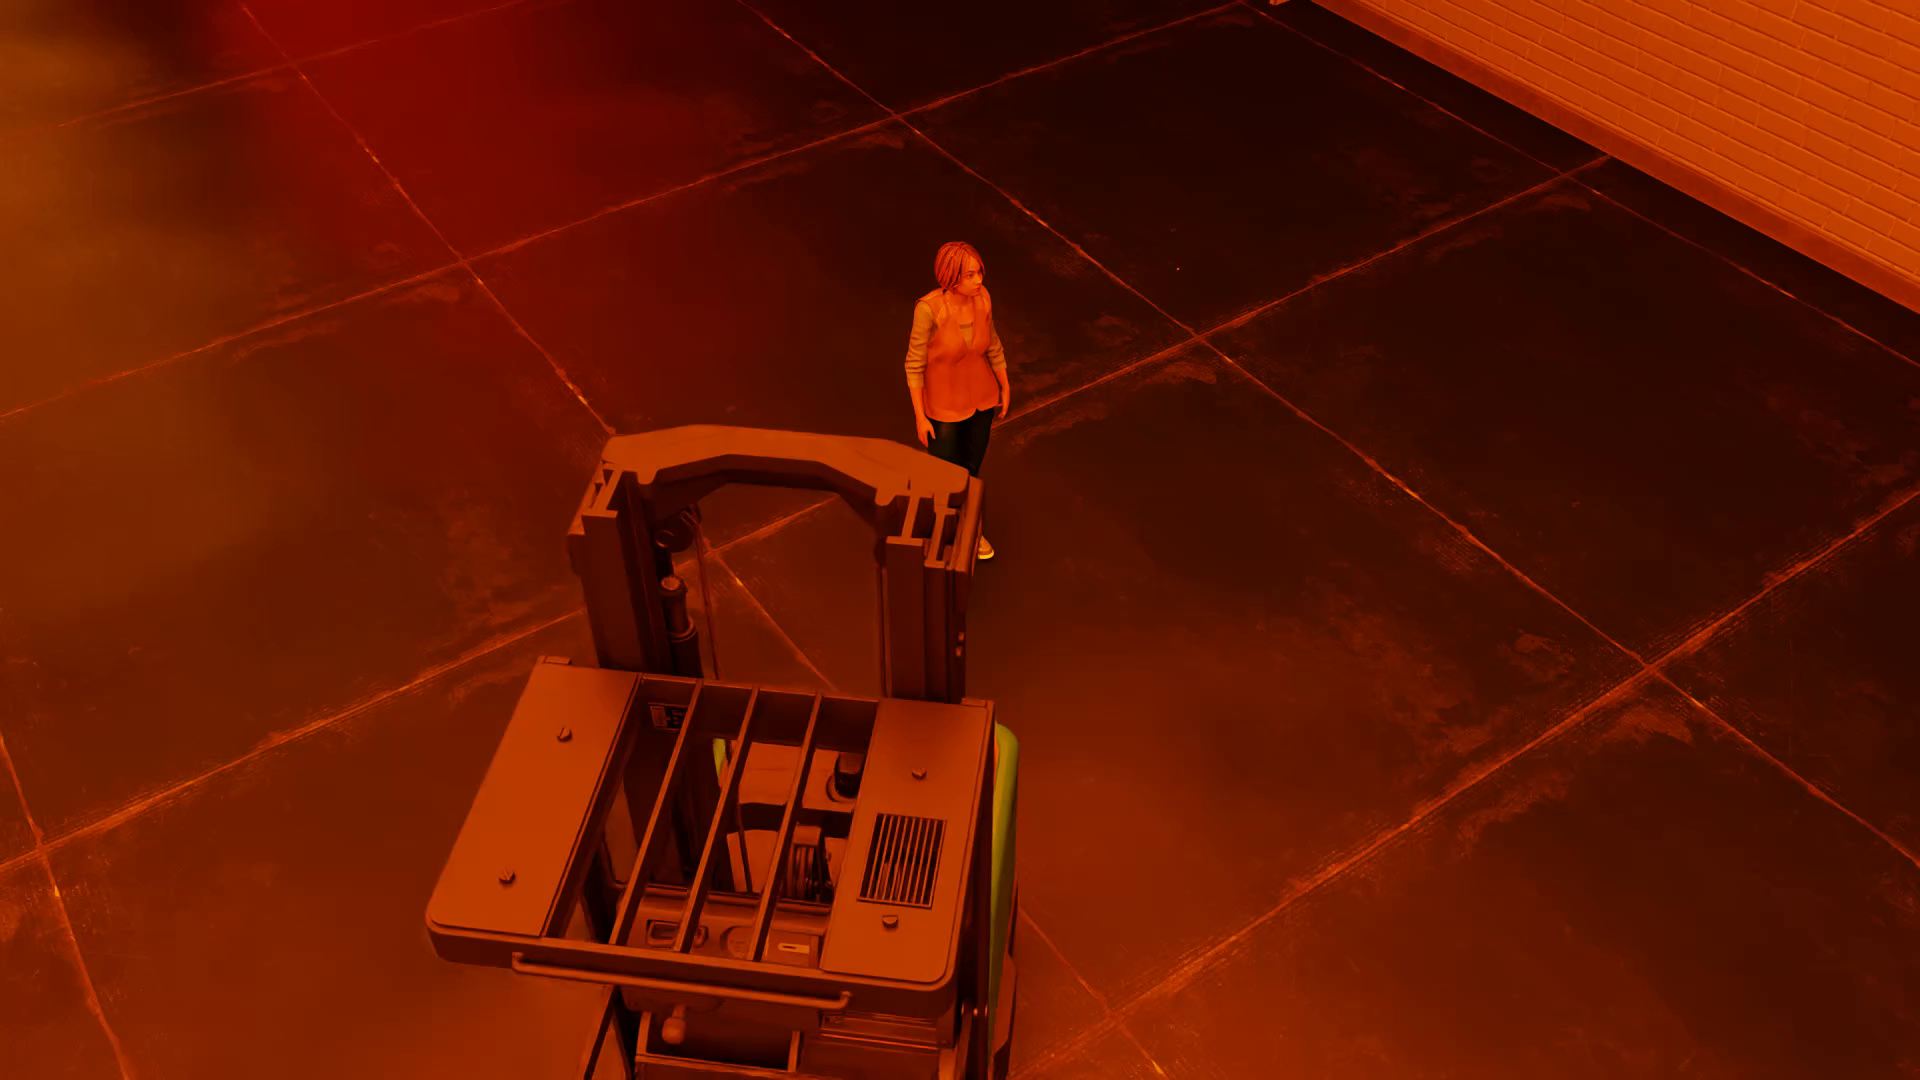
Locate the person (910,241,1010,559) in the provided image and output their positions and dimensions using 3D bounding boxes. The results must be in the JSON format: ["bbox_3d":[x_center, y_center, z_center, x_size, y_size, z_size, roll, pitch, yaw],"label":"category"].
[{"bbox_3d":[0.027,-0.545,7.280,0.513,1.596,0.476,-25,48,-25],"label":"person"}]

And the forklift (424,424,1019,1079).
[{"bbox_3d":[-0.496,1.279,4.327,1.130,2.935,3.031,5,43,6],"label":"forklift"}]
